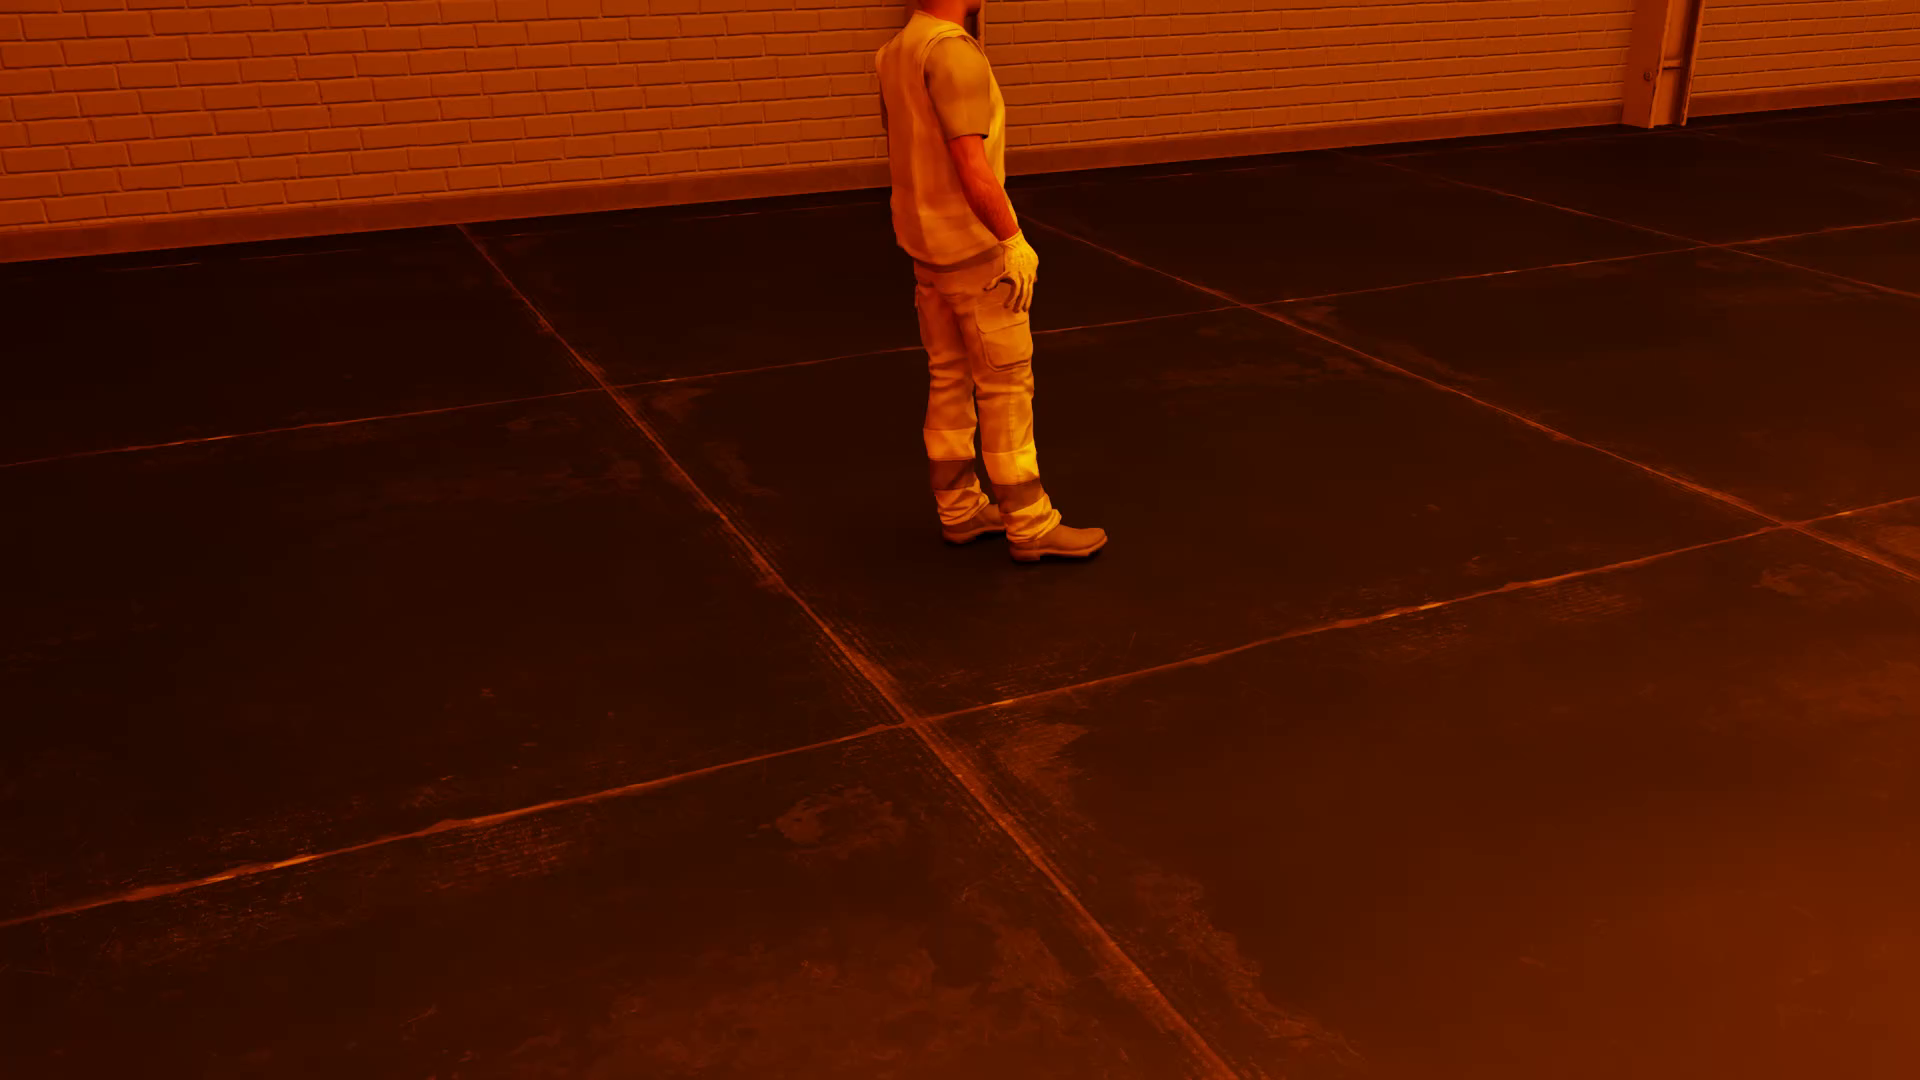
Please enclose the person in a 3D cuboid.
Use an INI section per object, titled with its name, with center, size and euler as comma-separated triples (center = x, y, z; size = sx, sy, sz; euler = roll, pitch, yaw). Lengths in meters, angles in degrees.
[person]
center = 0.078, -0.842, 4.782
size = 0.562, 1.790, 0.637
euler = -10, 25, -23
